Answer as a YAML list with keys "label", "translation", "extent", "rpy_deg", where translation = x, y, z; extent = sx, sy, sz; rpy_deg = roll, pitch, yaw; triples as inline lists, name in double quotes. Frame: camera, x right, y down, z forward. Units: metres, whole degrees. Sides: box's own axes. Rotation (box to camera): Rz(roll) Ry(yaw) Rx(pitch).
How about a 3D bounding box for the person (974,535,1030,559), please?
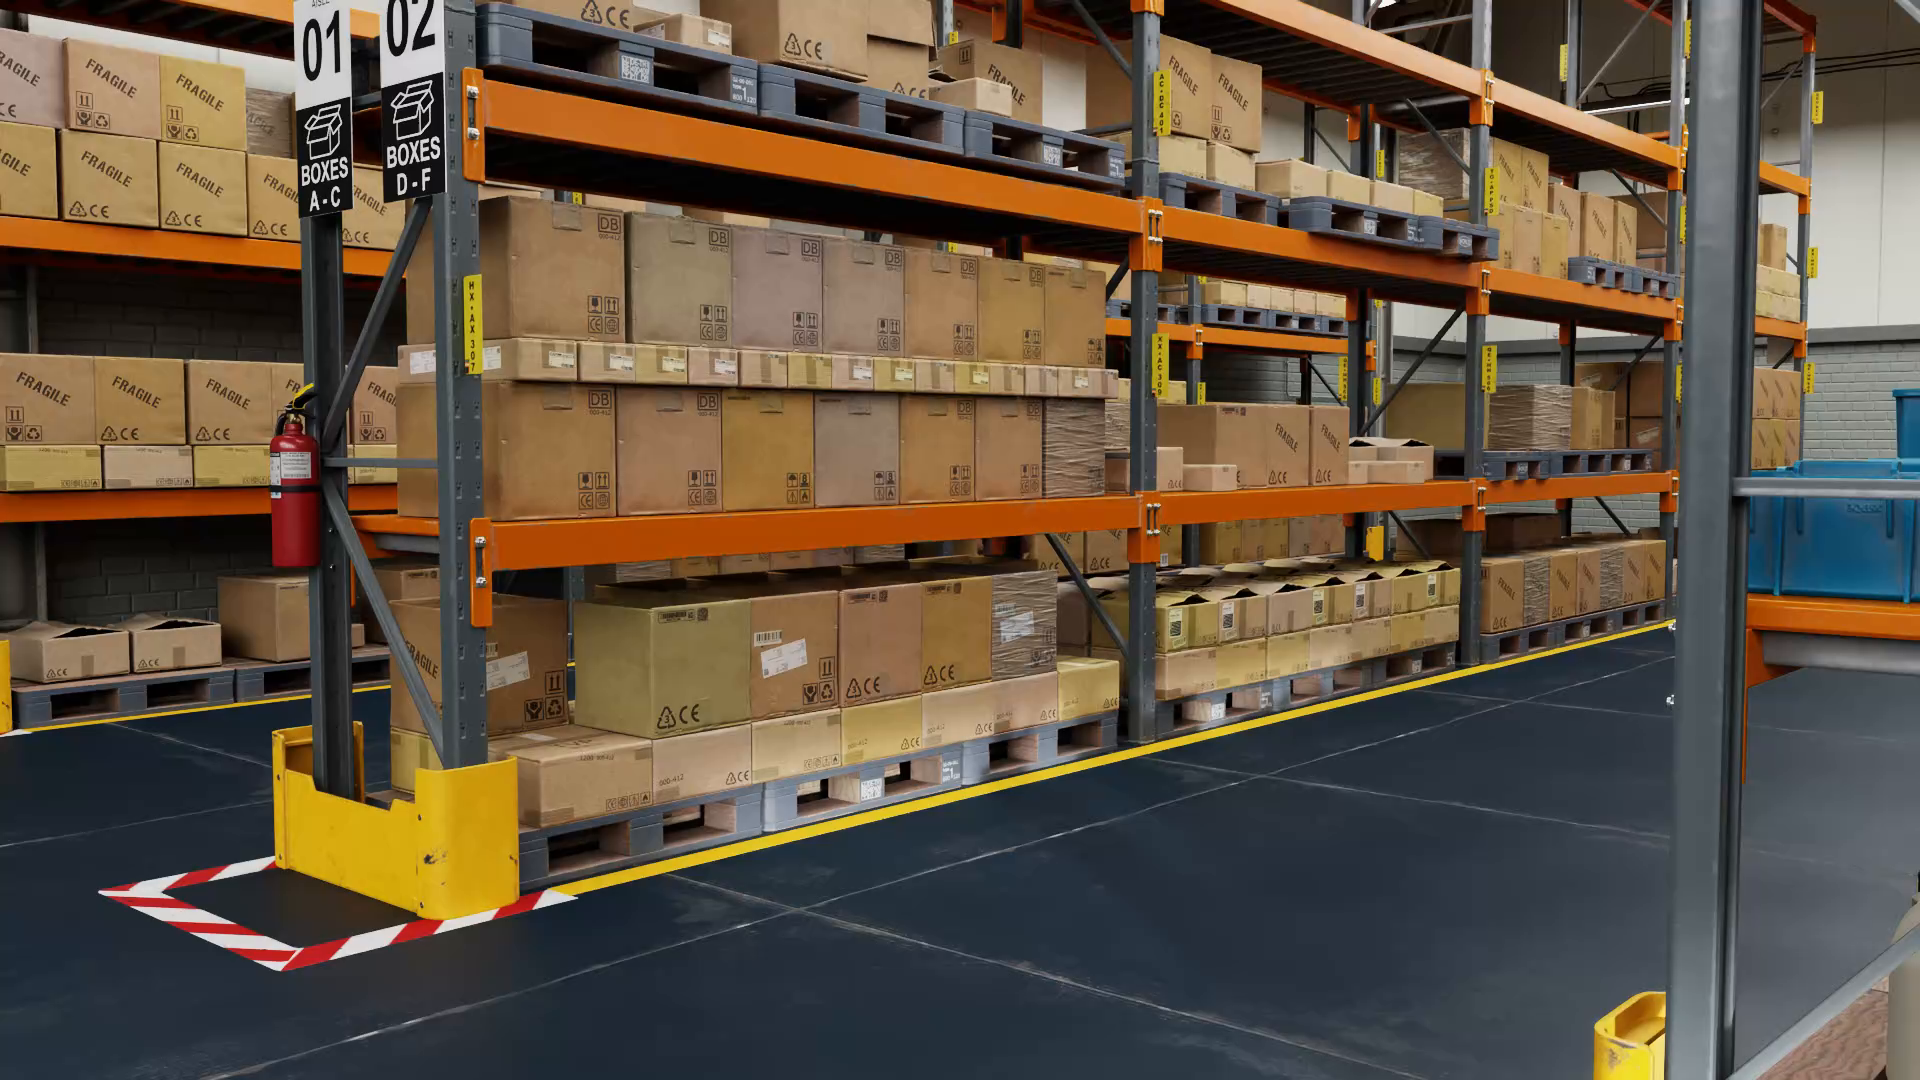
- label: "person"
  translation: [0.331, -0.083, 13.214]
  extent: [0.415, 1.806, 0.582]
  rpy_deg: [3, 5, 41]
